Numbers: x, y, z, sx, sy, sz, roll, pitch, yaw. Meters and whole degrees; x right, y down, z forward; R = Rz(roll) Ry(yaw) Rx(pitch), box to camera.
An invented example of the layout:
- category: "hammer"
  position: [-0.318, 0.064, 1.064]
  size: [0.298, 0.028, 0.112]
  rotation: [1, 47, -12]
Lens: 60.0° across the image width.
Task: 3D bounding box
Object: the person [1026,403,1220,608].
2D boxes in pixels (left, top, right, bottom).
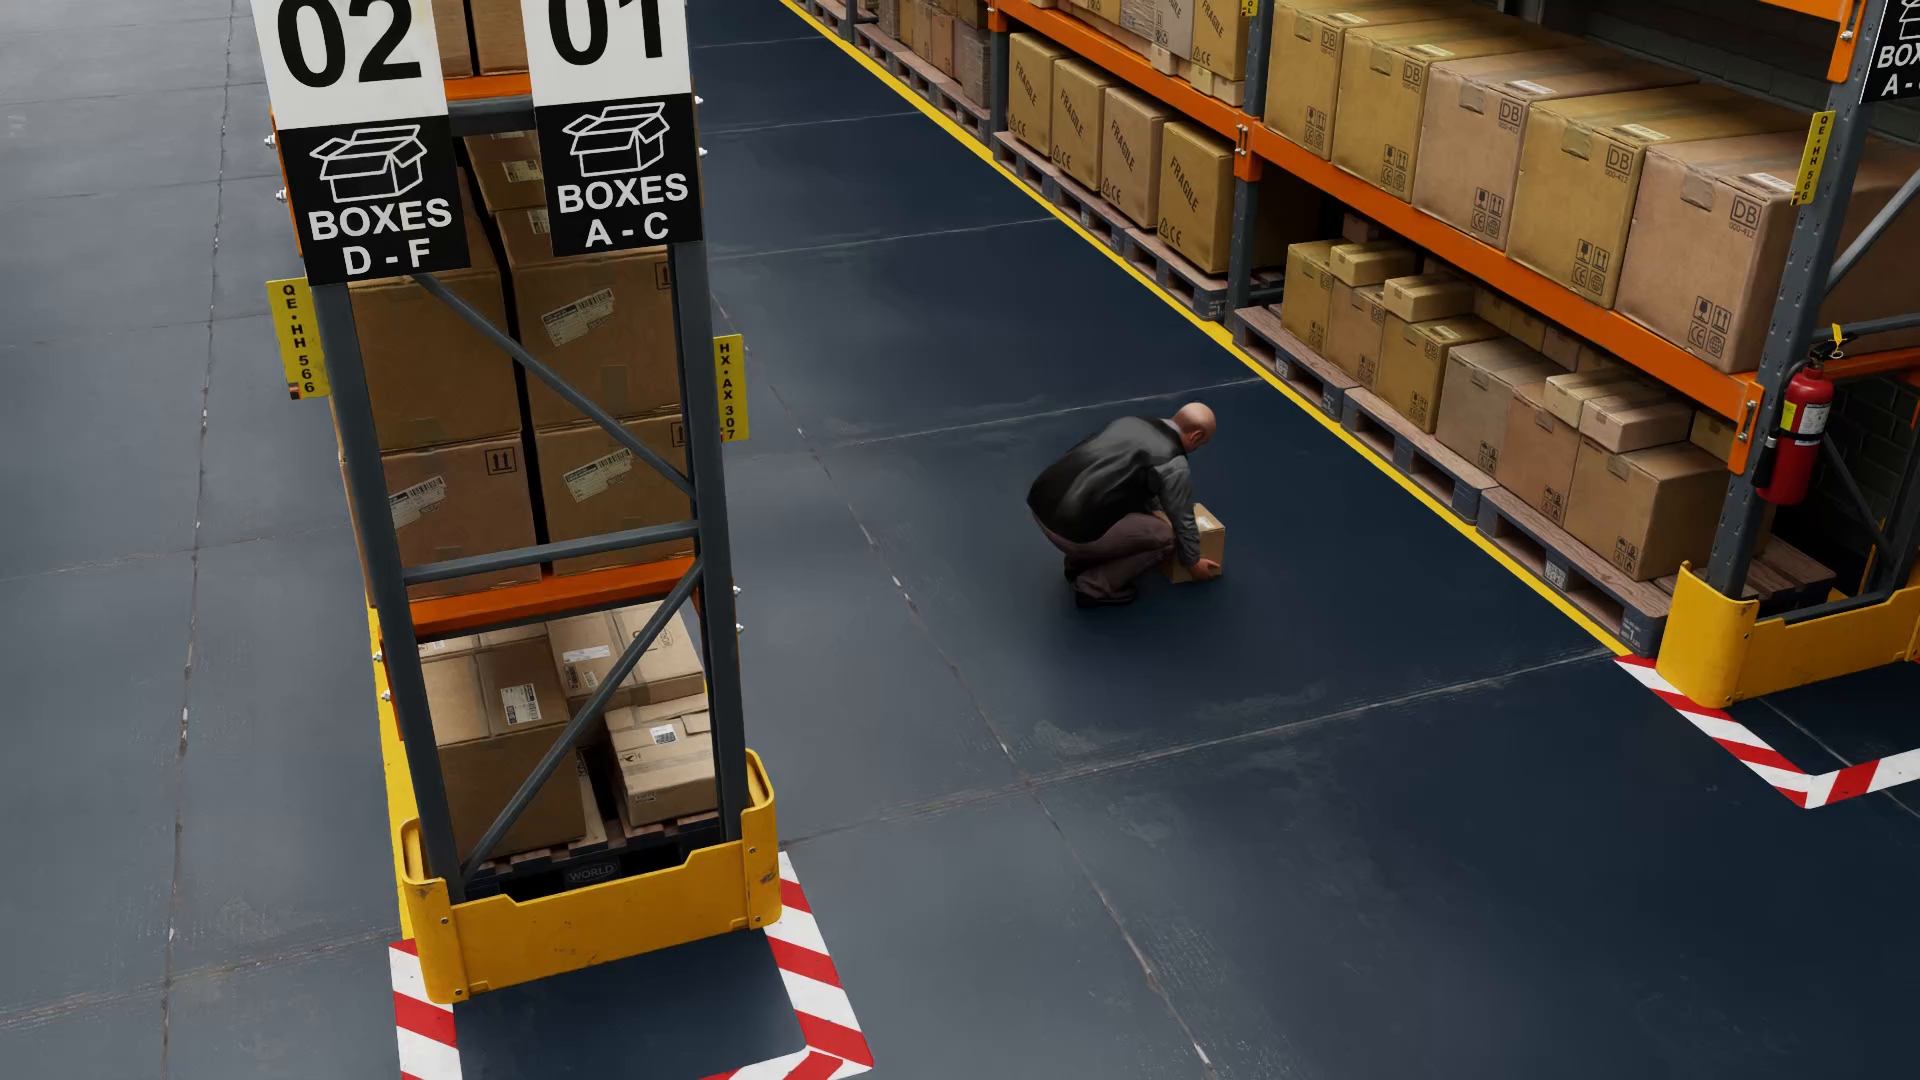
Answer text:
- category: "person"
  position: [0.738, -0.149, 7.394]
  size: [0.886, 0.834, 0.526]
  rotation: [-10, 31, -18]
